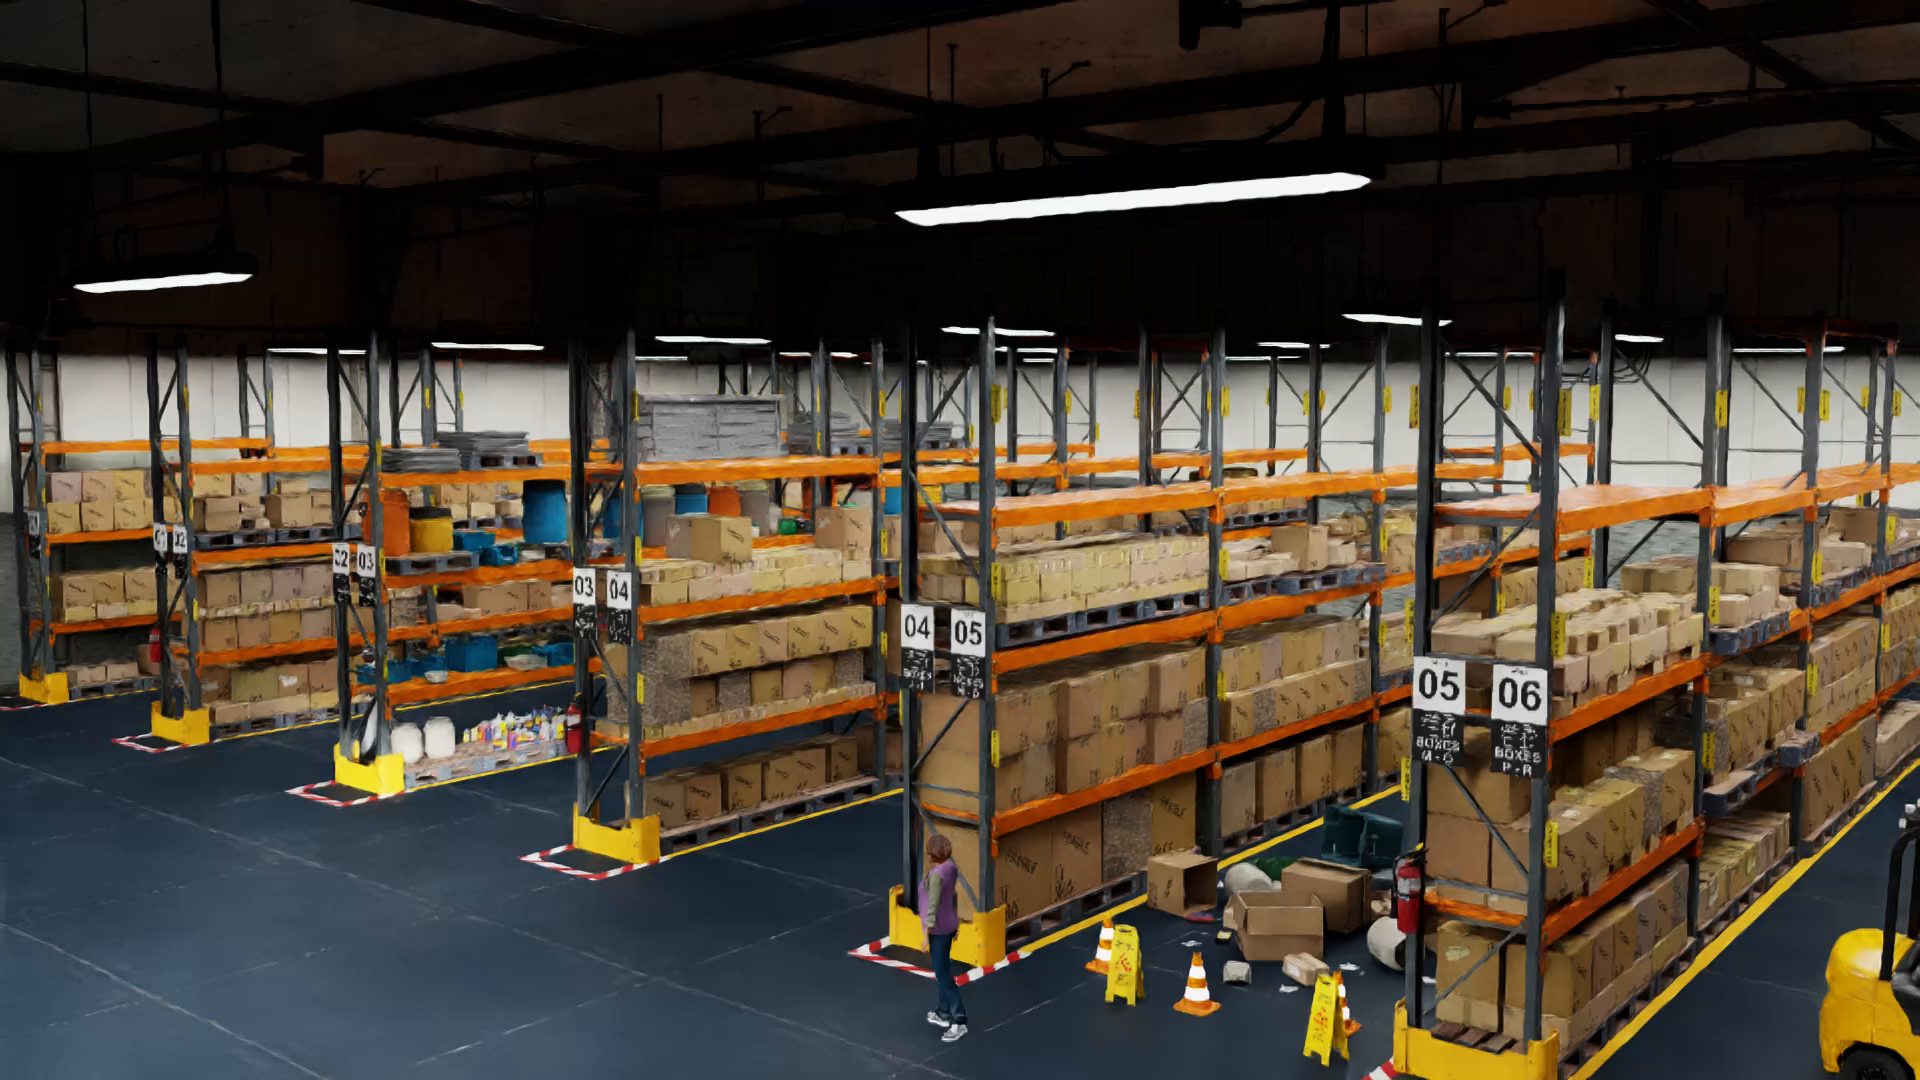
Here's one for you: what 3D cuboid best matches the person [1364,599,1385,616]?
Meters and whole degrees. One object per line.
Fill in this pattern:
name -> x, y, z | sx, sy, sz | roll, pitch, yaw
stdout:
person -> 7.472, 1.186, 30.009 | 0.362, 0.766, 0.297 | -4, 7, -39

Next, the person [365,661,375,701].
person -> -8.239, 1.967, 23.463 | 0.435, 0.614, 0.375 | 5, 7, 41

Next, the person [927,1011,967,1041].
person -> -0.131, 3.876, 13.421 | 0.418, 0.196, 0.546 | 1, 5, 14
